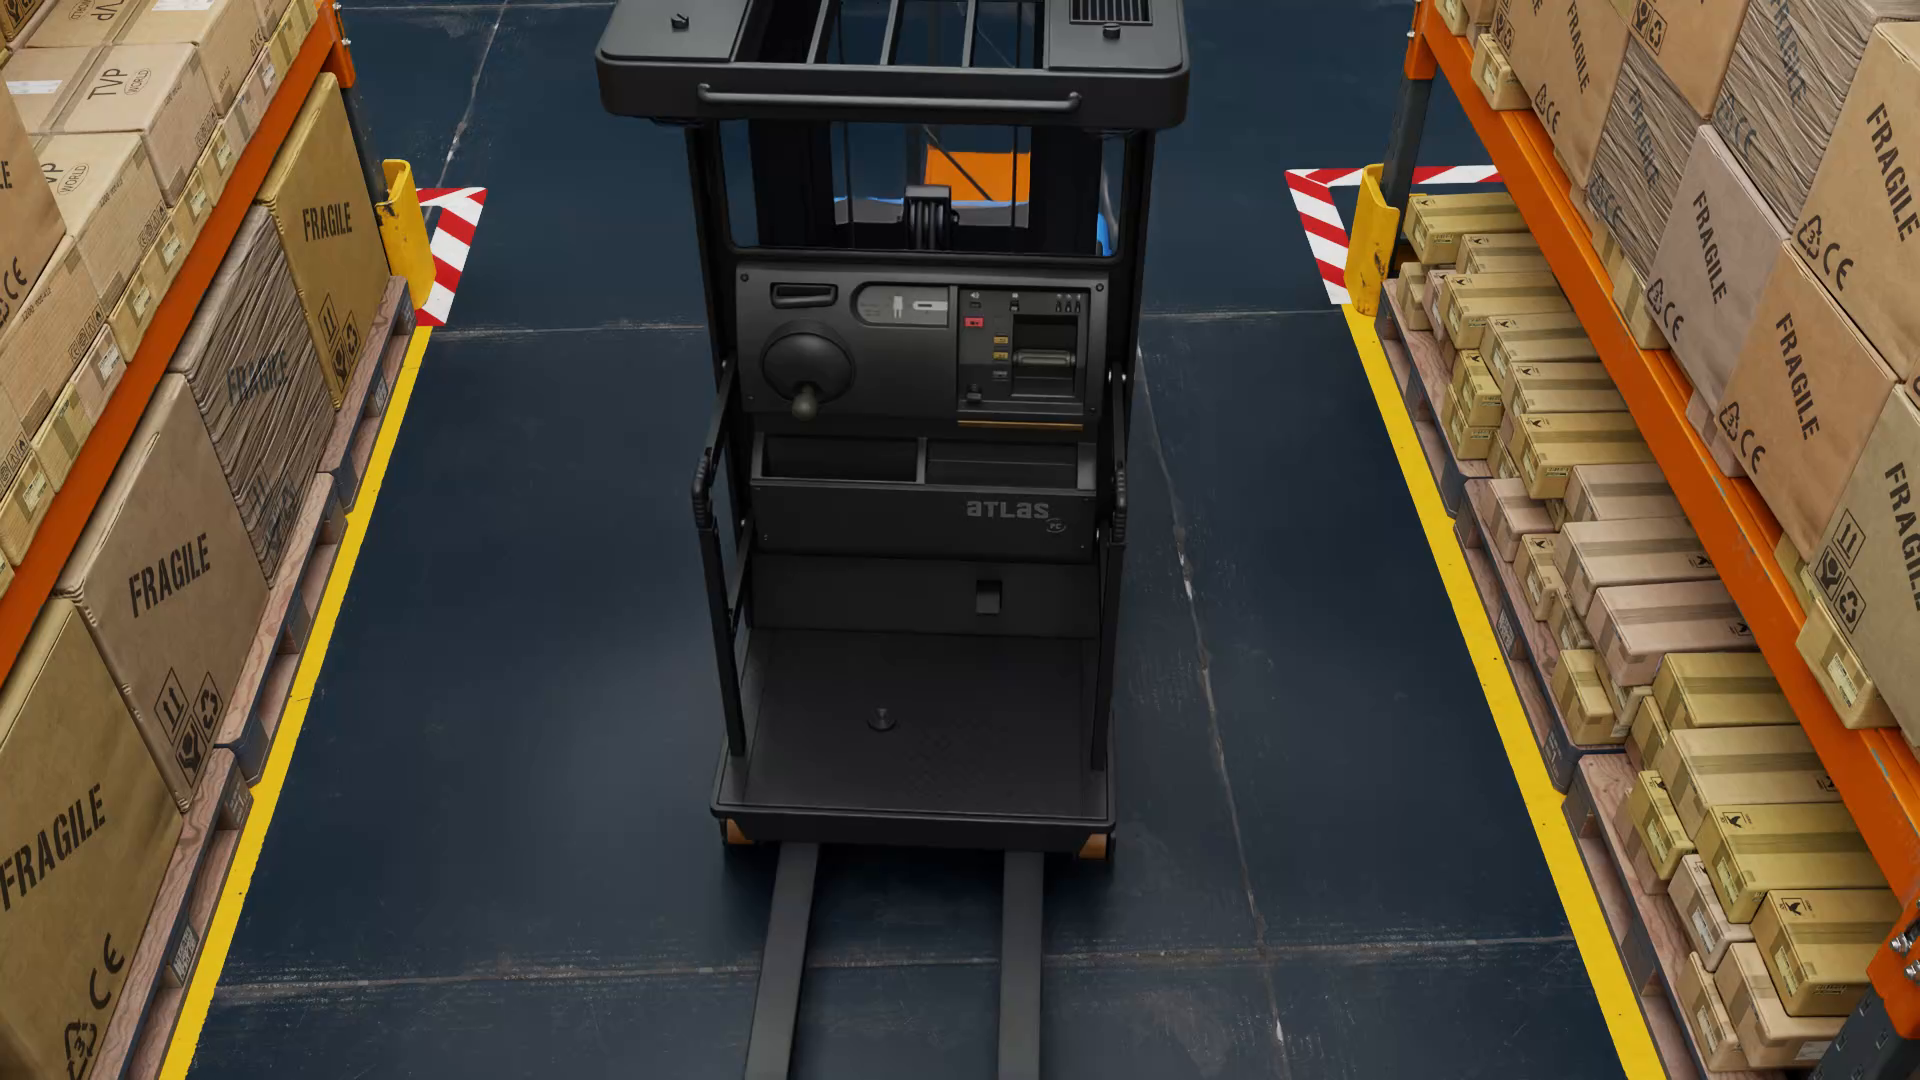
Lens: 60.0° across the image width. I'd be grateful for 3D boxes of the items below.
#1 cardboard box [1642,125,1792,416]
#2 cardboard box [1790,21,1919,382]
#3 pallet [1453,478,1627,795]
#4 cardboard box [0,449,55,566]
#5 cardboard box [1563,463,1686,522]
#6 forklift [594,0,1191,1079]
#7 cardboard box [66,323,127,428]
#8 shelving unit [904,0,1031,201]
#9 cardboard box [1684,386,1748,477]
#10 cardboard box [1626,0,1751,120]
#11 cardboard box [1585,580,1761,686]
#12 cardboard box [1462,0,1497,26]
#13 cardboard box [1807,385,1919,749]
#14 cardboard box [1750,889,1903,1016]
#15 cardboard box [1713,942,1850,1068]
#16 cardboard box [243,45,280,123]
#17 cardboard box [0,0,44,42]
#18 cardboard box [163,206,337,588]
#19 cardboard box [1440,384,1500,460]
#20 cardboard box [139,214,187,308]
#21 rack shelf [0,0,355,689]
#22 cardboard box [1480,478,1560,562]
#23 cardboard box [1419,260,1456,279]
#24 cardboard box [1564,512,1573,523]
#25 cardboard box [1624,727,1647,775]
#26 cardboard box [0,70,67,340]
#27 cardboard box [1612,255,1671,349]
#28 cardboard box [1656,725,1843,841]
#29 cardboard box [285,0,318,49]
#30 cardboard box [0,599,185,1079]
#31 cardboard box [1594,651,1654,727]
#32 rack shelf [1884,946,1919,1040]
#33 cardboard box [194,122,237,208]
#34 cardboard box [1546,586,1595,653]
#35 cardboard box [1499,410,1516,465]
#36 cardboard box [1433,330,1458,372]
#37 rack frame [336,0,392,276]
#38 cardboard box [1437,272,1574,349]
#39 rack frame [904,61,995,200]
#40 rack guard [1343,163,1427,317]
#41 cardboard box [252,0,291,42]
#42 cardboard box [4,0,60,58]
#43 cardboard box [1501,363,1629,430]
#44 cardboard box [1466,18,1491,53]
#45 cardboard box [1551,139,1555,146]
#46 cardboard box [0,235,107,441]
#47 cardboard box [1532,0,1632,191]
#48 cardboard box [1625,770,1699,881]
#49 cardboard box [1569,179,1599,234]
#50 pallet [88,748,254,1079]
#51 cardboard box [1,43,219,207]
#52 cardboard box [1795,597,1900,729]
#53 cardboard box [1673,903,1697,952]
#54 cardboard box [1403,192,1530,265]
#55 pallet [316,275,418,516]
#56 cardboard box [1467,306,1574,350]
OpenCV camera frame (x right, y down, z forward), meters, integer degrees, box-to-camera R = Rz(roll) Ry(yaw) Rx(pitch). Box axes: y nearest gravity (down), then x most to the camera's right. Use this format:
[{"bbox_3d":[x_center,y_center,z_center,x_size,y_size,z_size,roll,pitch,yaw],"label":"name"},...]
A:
[{"bbox_3d":[2.013,-0.643,3.937,0.500,0.500,0.500,-2,43,-2],"label":"cardboard box"},{"bbox_3d":[2.039,-0.665,3.221,0.500,0.500,0.500,-3,43,-3],"label":"cardboard box"},{"bbox_3d":[2.238,0.258,5.312,1.003,0.211,1.213,-2,43,-2],"label":"pallet"},{"bbox_3d":[-2.320,-0.067,3.789,0.380,0.149,0.250,-3,43,-3],"label":"cardboard box"},{"bbox_3d":[2.051,-0.097,4.994,0.380,0.149,0.250,-2,43,-2],"label":"cardboard box"},{"bbox_3d":[-0.105,-0.401,4.018,1.130,2.935,3.031,2,43,2],"label":"forklift"},{"bbox_3d":[-2.339,-0.409,4.162,0.380,0.149,0.250,-1,43,-1],"label":"cardboard box"},{"bbox_3d":[0.105,-1.261,6.016,0.587,1.500,1.083,2,43,2],"label":"shelving unit"},{"bbox_3d":[2.011,-0.295,4.038,0.380,0.149,0.250,-3,43,-4],"label":"cardboard box"},{"bbox_3d":[1.993,-1.360,3.980,0.500,0.500,0.500,-3,43,-3],"label":"cardboard box"},{"bbox_3d":[1.976,0.256,4.610,0.380,0.149,0.250,-4,43,-4],"label":"cardboard box"},{"bbox_3d":[1.930,-2.027,5.448,0.500,0.500,0.500,0,43,0],"label":"cardboard box"},{"bbox_3d":[2.054,0.044,3.188,0.500,0.500,0.500,-2,43,-2],"label":"cardboard box"},{"bbox_3d":[2.081,0.953,3.850,0.380,0.149,0.250,-1,43,-1],"label":"cardboard box"},{"bbox_3d":[2.025,1.091,3.918,0.380,0.149,0.250,-1,43,-1],"label":"cardboard box"},{"bbox_3d":[-2.407,-1.448,5.296,0.380,0.149,0.250,-2,43,-2],"label":"cardboard box"},{"bbox_3d":[-3.001,-1.779,4.807,0.500,0.500,0.500,-3,43,-3],"label":"cardboard box"},{"bbox_3d":[-2.628,-0.445,5.277,0.875,0.875,0.875,-2,43,-2],"label":"cardboard box"},{"bbox_3d":[1.901,-0.415,5.782,0.380,0.149,0.250,-1,43,-1],"label":"cardboard box"},{"bbox_3d":[-2.365,-0.762,4.548,0.380,0.149,0.250,-1,43,-1],"label":"cardboard box"},{"bbox_3d":[-2.688,-0.502,4.611,1.077,0.370,4.000,-2,43,-2],"label":"rack shelf"},{"bbox_3d":[1.930,-0.075,5.411,0.380,0.149,0.250,-4,43,-4],"label":"cardboard box"},{"bbox_3d":[1.952,-1.044,6.248,0.380,0.149,0.250,0,43,0],"label":"cardboard box"},{"bbox_3d":[2.069,0.022,5.085,0.380,0.149,0.250,0,43,0],"label":"cardboard box"},{"bbox_3d":[2.106,0.614,4.659,0.380,0.149,0.250,-3,43,-3],"label":"cardboard box"},{"bbox_3d":[-2.408,-0.763,3.698,0.500,0.500,0.500,-3,43,-3],"label":"cardboard box"},{"bbox_3d":[1.972,-0.638,4.412,0.380,0.149,0.250,-1,43,-1],"label":"cardboard box"},{"bbox_3d":[2.013,0.613,4.220,0.380,0.149,0.250,-2,43,-2],"label":"cardboard box"},{"bbox_3d":[-2.429,-1.794,5.673,0.380,0.149,0.250,-1,43,-1],"label":"cardboard box"},{"bbox_3d":[-2.552,0.763,3.959,0.875,0.875,0.875,-2,43,-2],"label":"cardboard box"},{"bbox_3d":[2.029,0.385,4.689,0.380,0.149,0.250,-1,43,-1],"label":"cardboard box"},{"bbox_3d":[2.441,2.124,1.745,1.077,0.370,4.000,-2,43,-2],"label":"rack shelf"},{"bbox_3d":[-2.384,-1.105,4.921,0.380,0.149,0.250,-3,43,-3],"label":"cardboard box"},{"bbox_3d":[2.011,0.273,5.031,0.380,0.149,0.250,-1,43,-1],"label":"cardboard box"},{"bbox_3d":[2.015,-0.342,5.483,0.380,0.149,0.250,-4,43,-4],"label":"cardboard box"},{"bbox_3d":[1.982,-0.759,6.157,0.380,0.149,0.250,-2,43,-2],"label":"cardboard box"},{"bbox_3d":[-2.773,-2.118,5.841,1.000,3.000,0.127,-2,43,-2],"label":"rack frame"},{"bbox_3d":[1.884,-0.795,5.756,0.380,0.149,0.250,-2,43,-2],"label":"cardboard box"},{"bbox_3d":[0.079,-0.912,5.635,0.500,1.500,0.032,2,43,2],"label":"rack frame"},{"bbox_3d":[2.190,-1.219,6.710,1.175,0.500,0.348,-2,43,-2],"label":"rack guard"},{"bbox_3d":[-2.488,-1.853,5.442,0.500,0.250,0.500,-2,43,-2],"label":"cardboard box"},{"bbox_3d":[-2.994,-1.490,5.046,0.500,0.250,0.500,-2,43,-2],"label":"cardboard box"},{"bbox_3d":[1.979,-0.443,5.372,0.380,0.149,0.250,0,43,0],"label":"cardboard box"},{"bbox_3d":[1.925,-1.700,5.571,0.380,0.149,0.250,0,43,0],"label":"cardboard box"},{"bbox_3d":[2.031,-1.346,5.185,0.380,0.149,0.250,0,43,0],"label":"cardboard box"},{"bbox_3d":[-2.405,-0.482,3.947,0.500,0.250,0.500,-1,43,-1],"label":"cardboard box"},{"bbox_3d":[1.986,-1.336,4.693,0.500,0.500,0.500,-1,43,-1],"label":"cardboard box"},{"bbox_3d":[1.972,0.729,4.314,0.380,0.149,0.250,-3,43,-3],"label":"cardboard box"},{"bbox_3d":[2.000,-0.995,4.802,0.380,0.149,0.250,-2,43,-3],"label":"cardboard box"},{"bbox_3d":[-2.558,1.095,4.399,1.003,0.211,1.213,-2,43,-2],"label":"pallet"},{"bbox_3d":[-2.445,-1.167,4.694,0.500,0.250,0.500,-3,43,-3],"label":"cardboard box"},{"bbox_3d":[1.991,0.244,3.450,0.380,0.149,0.250,-3,43,-3],"label":"cardboard box"},{"bbox_3d":[2.072,0.972,4.269,0.380,0.149,0.250,-1,43,-1],"label":"cardboard box"},{"bbox_3d":[1.869,-1.152,6.145,0.380,0.149,0.250,-3,43,-4],"label":"cardboard box"},{"bbox_3d":[-2.661,-0.552,6.196,1.003,0.211,1.213,-2,43,-2],"label":"pallet"},{"bbox_3d":[2.006,-0.695,5.867,0.380,0.149,0.250,-1,43,-1],"label":"cardboard box"}]
